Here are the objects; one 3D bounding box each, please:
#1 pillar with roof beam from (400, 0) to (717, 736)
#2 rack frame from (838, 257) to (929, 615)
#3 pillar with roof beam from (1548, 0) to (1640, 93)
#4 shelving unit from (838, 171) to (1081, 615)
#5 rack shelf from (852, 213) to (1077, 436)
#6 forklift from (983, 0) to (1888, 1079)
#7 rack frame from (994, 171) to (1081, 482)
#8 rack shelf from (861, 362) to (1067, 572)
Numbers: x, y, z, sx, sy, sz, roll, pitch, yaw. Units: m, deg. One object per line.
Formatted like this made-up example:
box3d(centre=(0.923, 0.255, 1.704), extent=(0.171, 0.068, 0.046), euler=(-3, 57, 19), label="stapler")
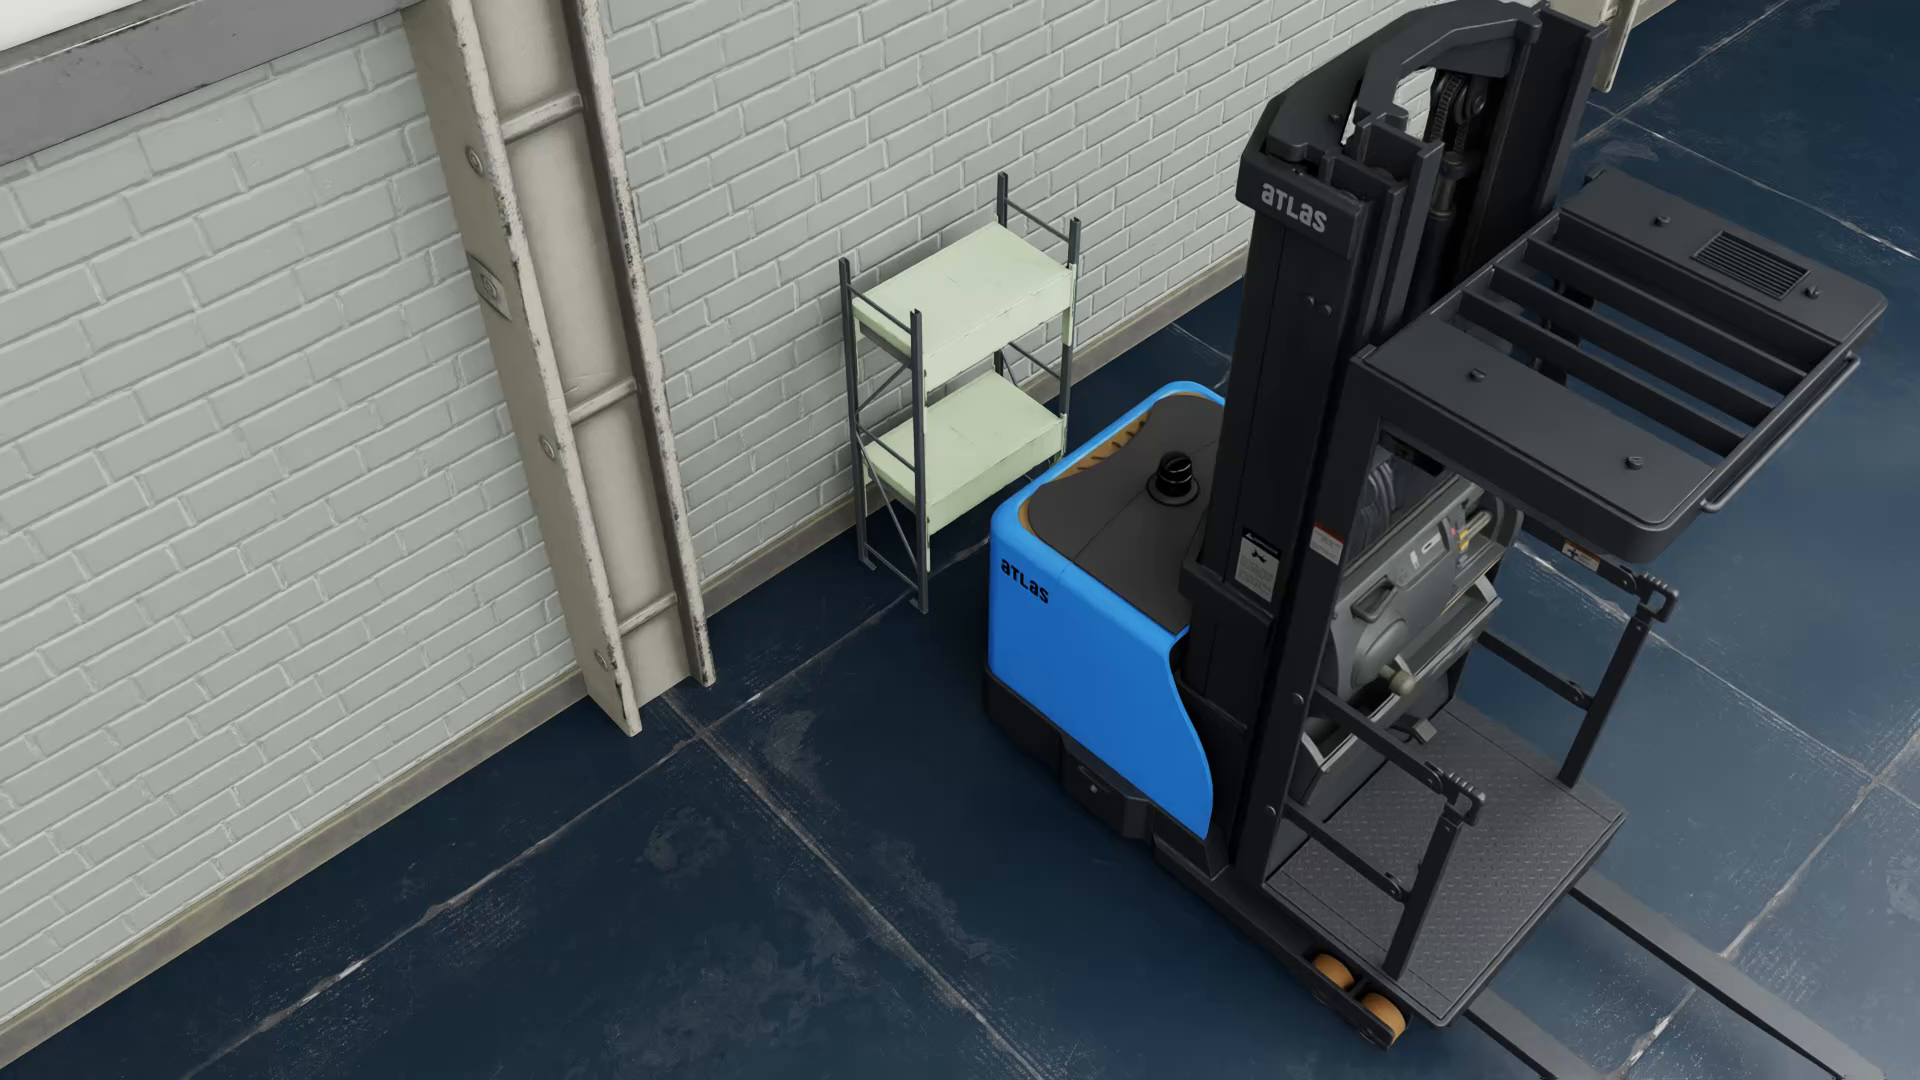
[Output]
box3d(centre=(1.733, -0.170, 0.784), extent=(0.400, 9.000, 9.100), euler=(-34, 56, -27), label="pillar with roof beam")
box3d(centre=(-0.266, -0.331, 6.035), extent=(0.023, 1.500, 0.400), euler=(-34, 56, -27), label="rack frame")
box3d(centre=(6.172, -3.136, 3.521), extent=(0.400, 9.000, 9.100), euler=(-34, 56, -27), label="pillar with roof beam")
box3d(centre=(0.005, -0.512, 6.202), extent=(0.755, 1.500, 0.431), euler=(-34, 56, -27), label="shelving unit")
box3d(centre=(0.005, -0.777, 5.915), extent=(0.720, 0.370, 0.431), euler=(-34, 56, -27), label="rack shelf")
box3d(centre=(1.477, 0.169, 4.600), extent=(1.130, 2.935, 3.031), euler=(-36, 57, -29), label="forklift")
box3d(centre=(0.276, -0.693, 6.369), extent=(0.023, 1.500, 0.400), euler=(-34, 56, -27), label="rack frame")
box3d(centre=(0.005, -0.291, 6.441), extent=(0.720, 0.370, 0.431), euler=(-34, 56, -27), label="rack shelf")
